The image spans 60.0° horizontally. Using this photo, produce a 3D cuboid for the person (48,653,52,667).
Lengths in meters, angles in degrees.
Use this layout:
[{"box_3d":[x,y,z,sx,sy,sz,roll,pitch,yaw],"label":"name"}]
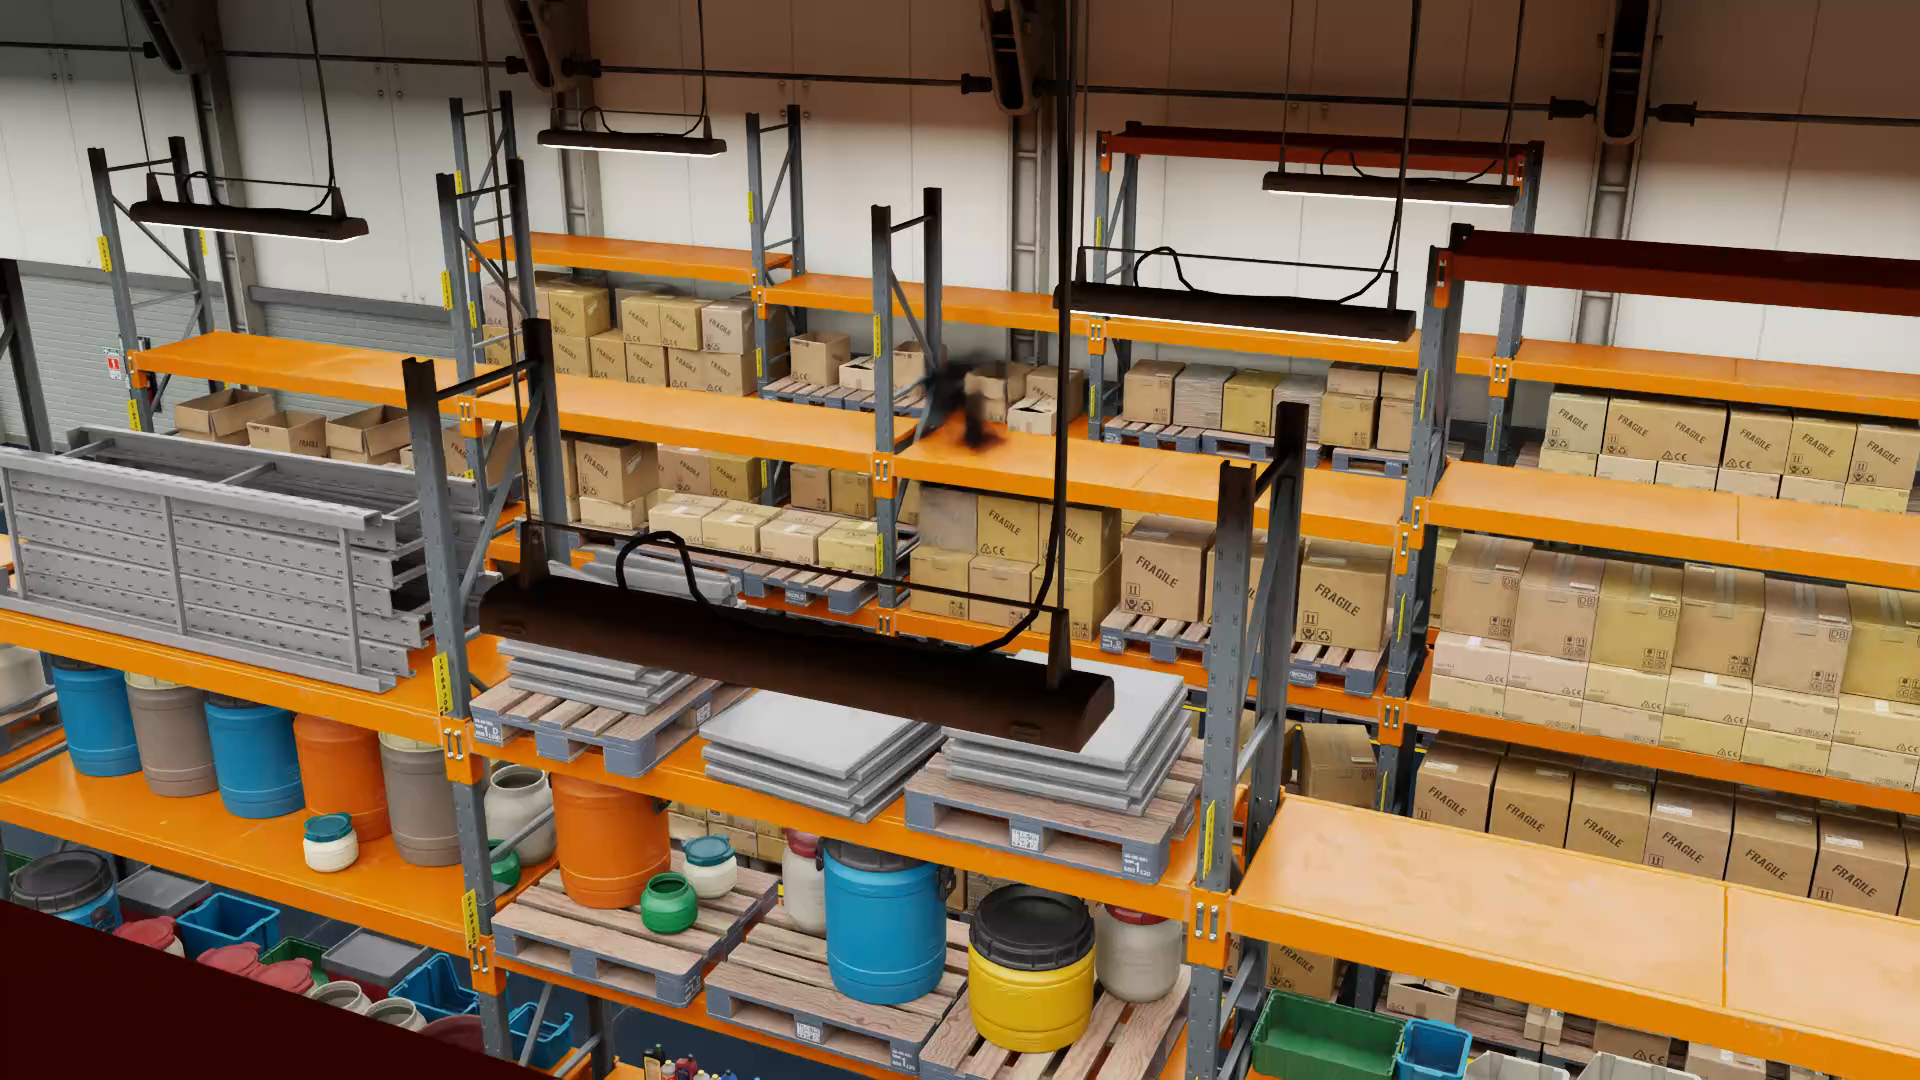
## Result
[{"box_3d":[-9.519,0.994,17.743,0.526,1.666,0.546,-13,24,-31],"label":"person"}]
